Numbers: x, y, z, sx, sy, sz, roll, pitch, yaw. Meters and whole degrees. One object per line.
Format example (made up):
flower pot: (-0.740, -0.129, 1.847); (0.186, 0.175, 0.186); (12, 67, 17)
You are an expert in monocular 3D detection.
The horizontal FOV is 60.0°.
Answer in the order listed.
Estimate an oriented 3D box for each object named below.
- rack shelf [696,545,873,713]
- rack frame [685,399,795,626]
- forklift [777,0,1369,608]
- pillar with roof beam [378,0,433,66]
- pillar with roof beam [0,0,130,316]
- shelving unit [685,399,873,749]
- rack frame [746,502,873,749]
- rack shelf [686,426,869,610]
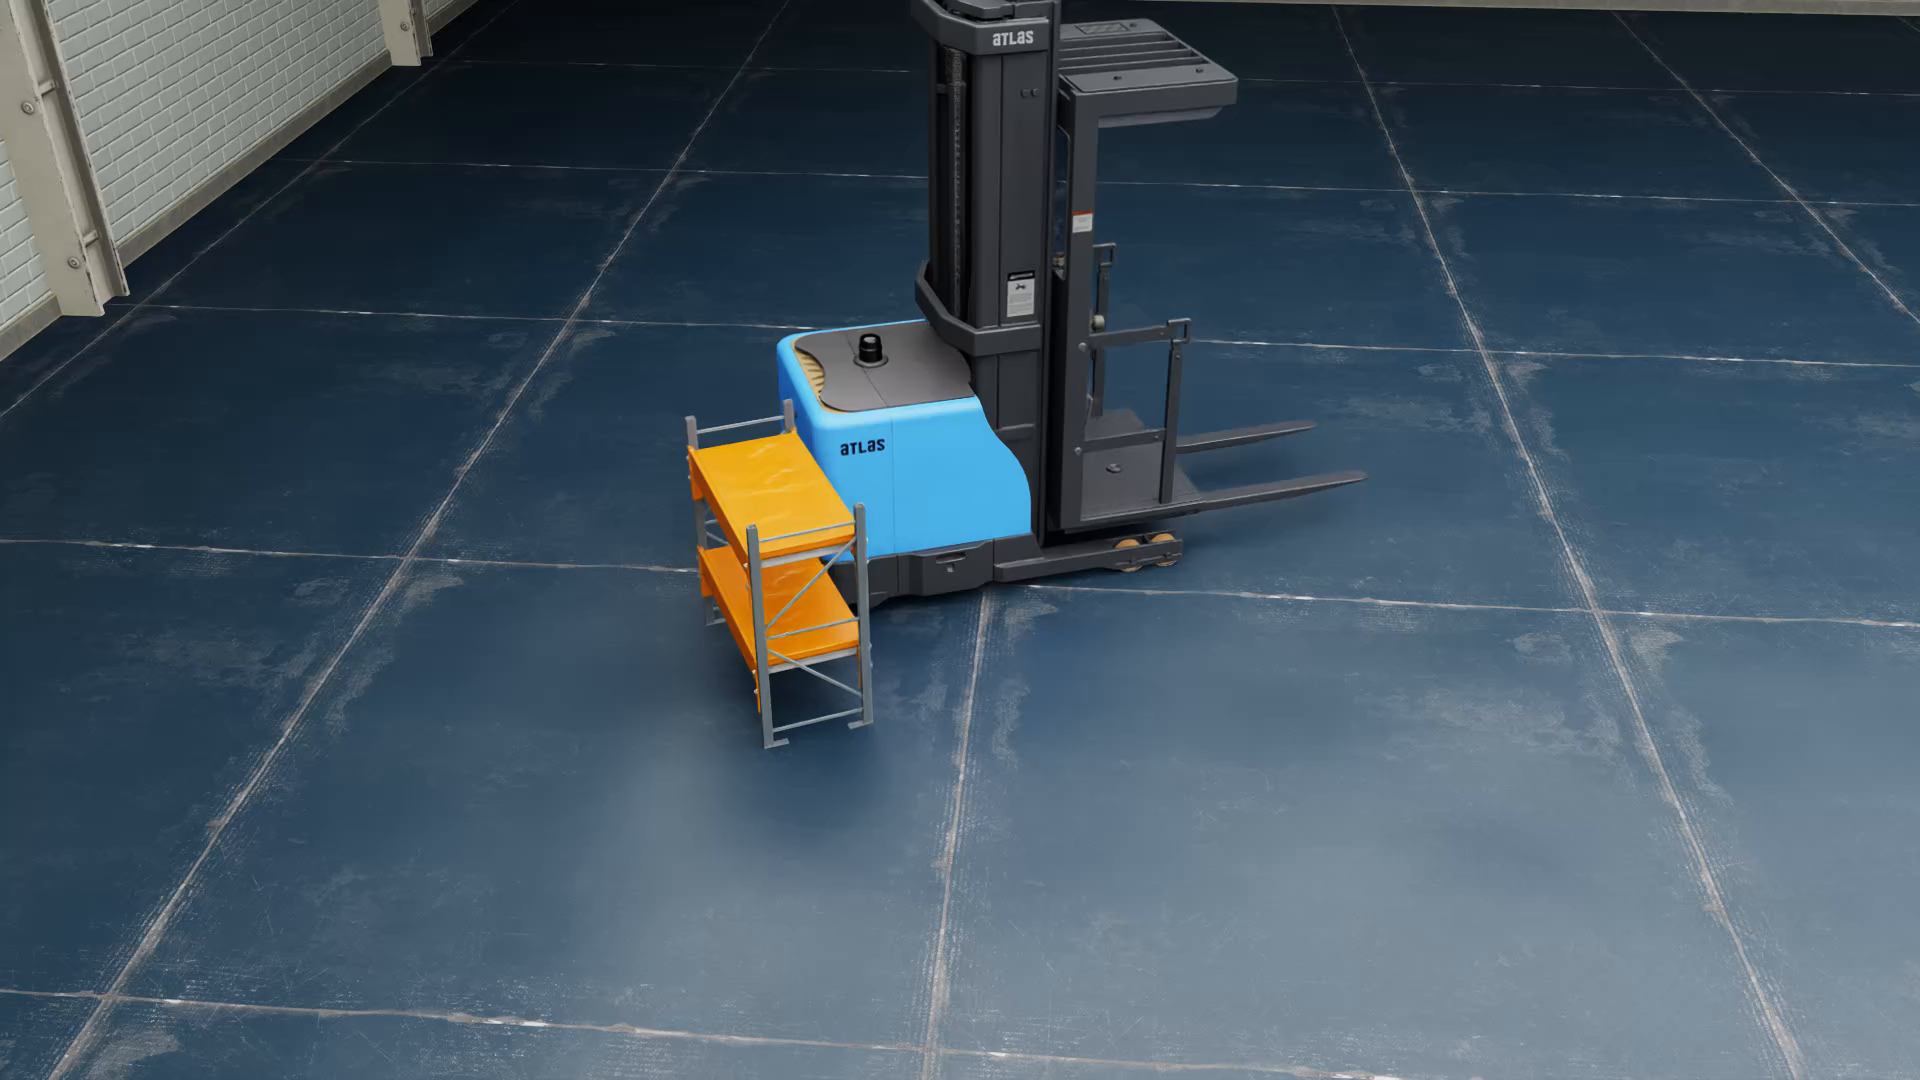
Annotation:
rack shelf: (-0.816, 0.340, 7.593); (0.538, 0.278, 1.000); (-12, 34, -18)
rack frame: (-1.005, -0.116, 7.866); (0.500, 1.125, 0.032); (-12, 34, -18)
forklift: (0.640, -1.341, 8.133); (3.031, 2.935, 1.130); (-9, 33, -14)
pillar with roof beam: (-1.141, -8.400, 13.804); (9.100, 9.000, 0.400); (2, 32, 4)
pillar with roof beam: (-1.630, -5.263, 8.713); (9.100, 9.000, 0.400); (2, 32, 4)
shelving unit: (-0.816, 0.132, 7.464); (0.538, 1.125, 1.048); (-12, 34, -18)
rack frame: (-0.627, 0.379, 7.063); (0.500, 1.125, 0.032); (-12, 34, -18)
rack shelf: (-0.816, -0.118, 7.311); (0.538, 0.278, 1.000); (-12, 34, -18)
